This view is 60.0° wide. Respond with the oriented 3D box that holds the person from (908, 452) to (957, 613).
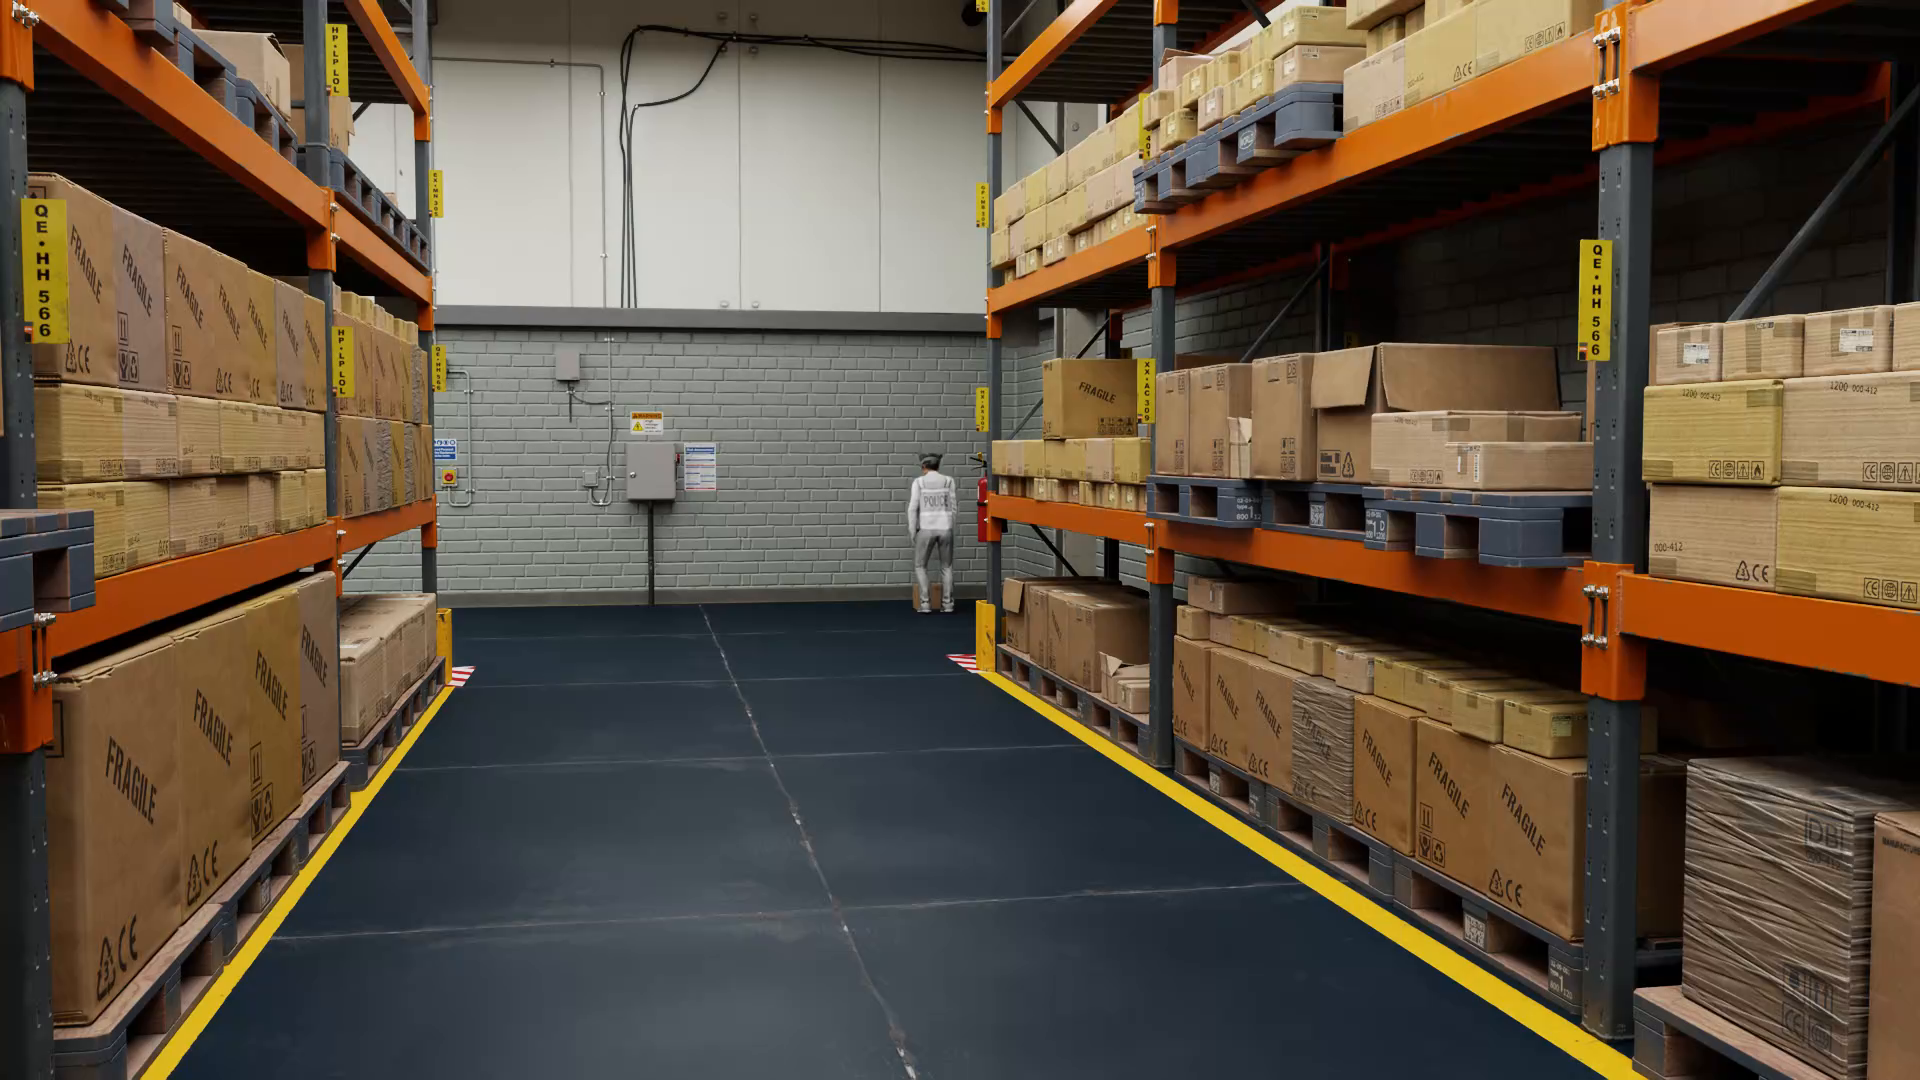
[{"bbox_3d":[-0.277,-0.069,16.661,0.504,1.616,0.465,-1,3,-10],"label":"person"}]
